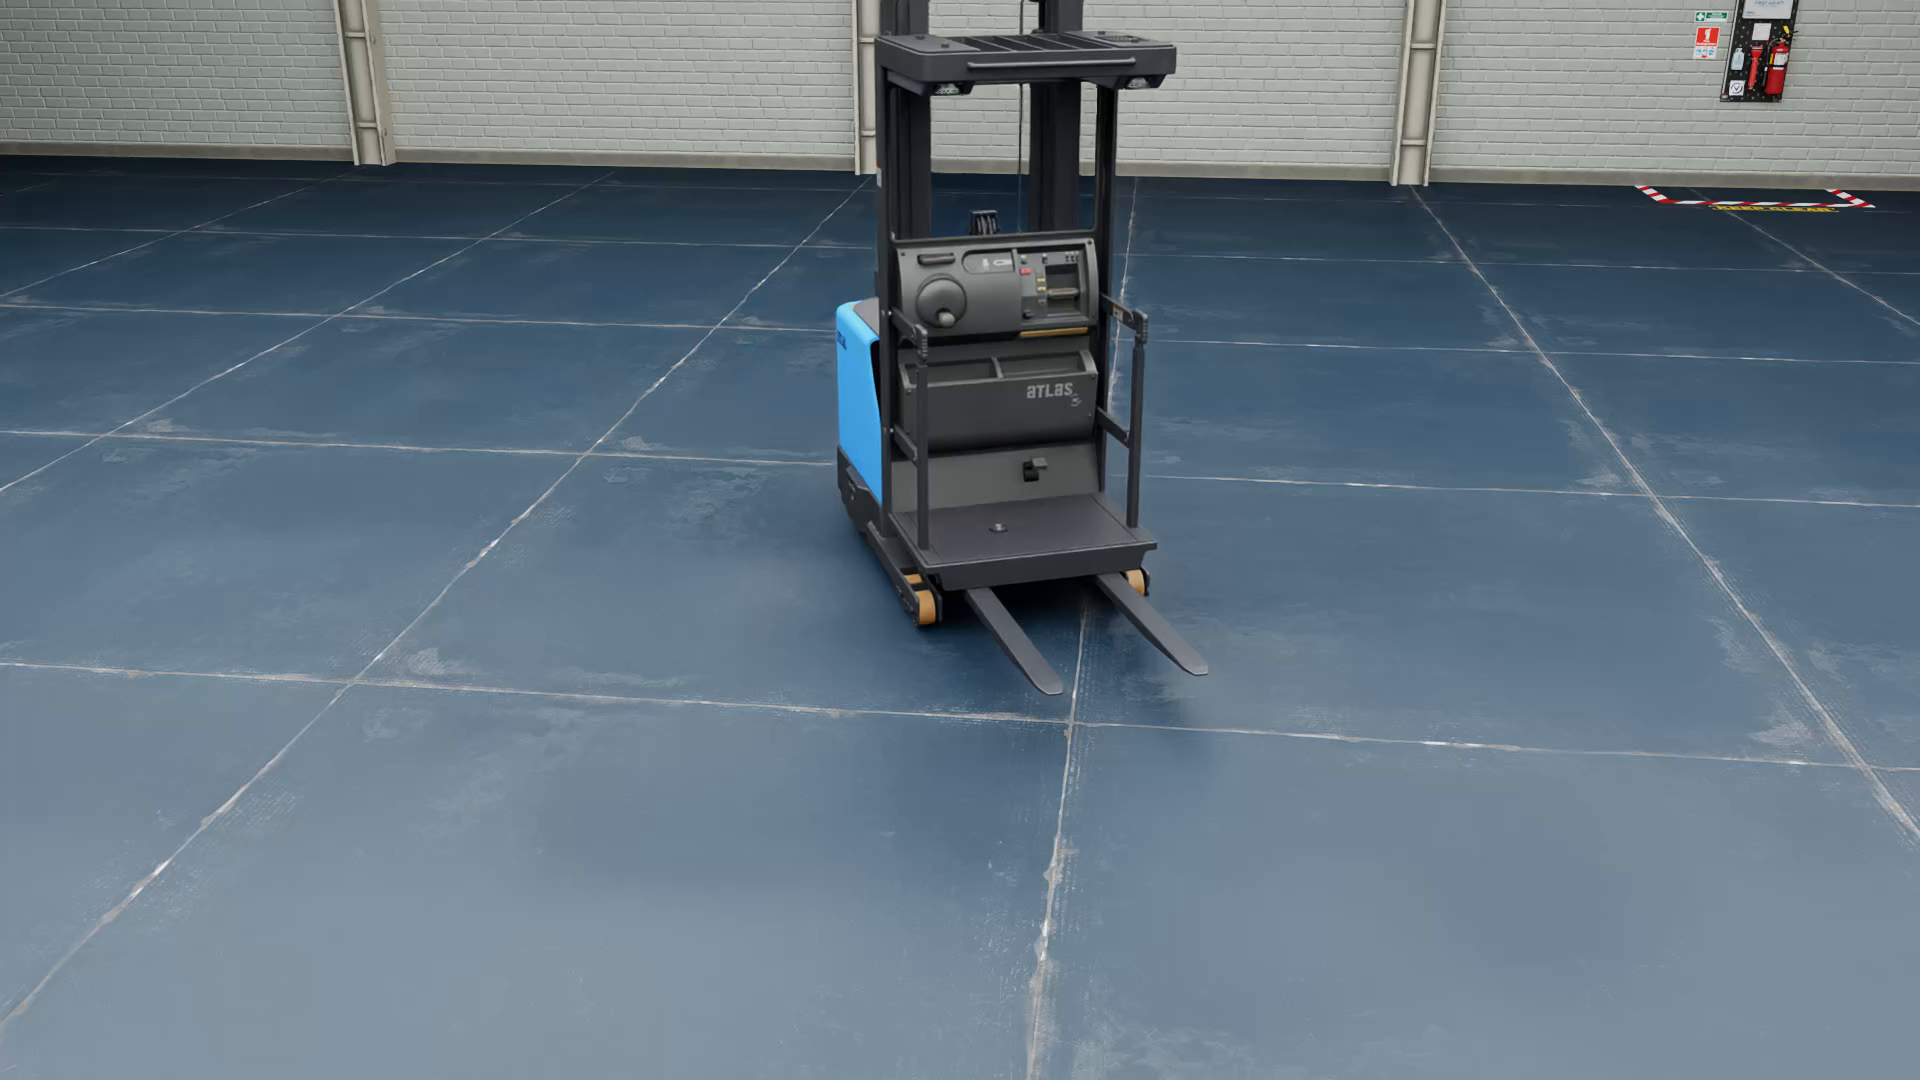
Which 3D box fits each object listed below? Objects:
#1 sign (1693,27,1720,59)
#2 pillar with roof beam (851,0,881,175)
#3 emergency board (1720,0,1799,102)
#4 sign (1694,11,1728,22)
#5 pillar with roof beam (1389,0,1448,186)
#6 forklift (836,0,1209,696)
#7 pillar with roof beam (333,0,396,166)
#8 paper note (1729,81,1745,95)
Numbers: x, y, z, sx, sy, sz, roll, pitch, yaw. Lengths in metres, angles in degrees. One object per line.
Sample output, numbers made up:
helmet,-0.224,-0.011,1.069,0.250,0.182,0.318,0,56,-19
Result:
sign,7.945,-5.293,17.699,0.234,0.329,0.001,2,22,6
pillar with roof beam,-1.492,-6.831,13.478,0.400,9.000,9.100,2,22,6
emergency board,8.482,-5.214,17.549,0.643,1.169,0.194,2,22,6
sign,7.949,-5.536,17.592,0.331,0.109,0.001,2,22,6
pillar with roof beam,4.467,-6.571,12.822,0.400,9.000,9.100,2,22,6
forklift,0.238,-1.134,7.323,1.130,2.935,3.031,-6,22,-15
pillar with roof beam,-7.450,-7.091,14.135,0.400,9.000,9.100,2,22,6
paper note,8.314,-4.838,17.794,0.142,0.148,0.016,2,22,6
